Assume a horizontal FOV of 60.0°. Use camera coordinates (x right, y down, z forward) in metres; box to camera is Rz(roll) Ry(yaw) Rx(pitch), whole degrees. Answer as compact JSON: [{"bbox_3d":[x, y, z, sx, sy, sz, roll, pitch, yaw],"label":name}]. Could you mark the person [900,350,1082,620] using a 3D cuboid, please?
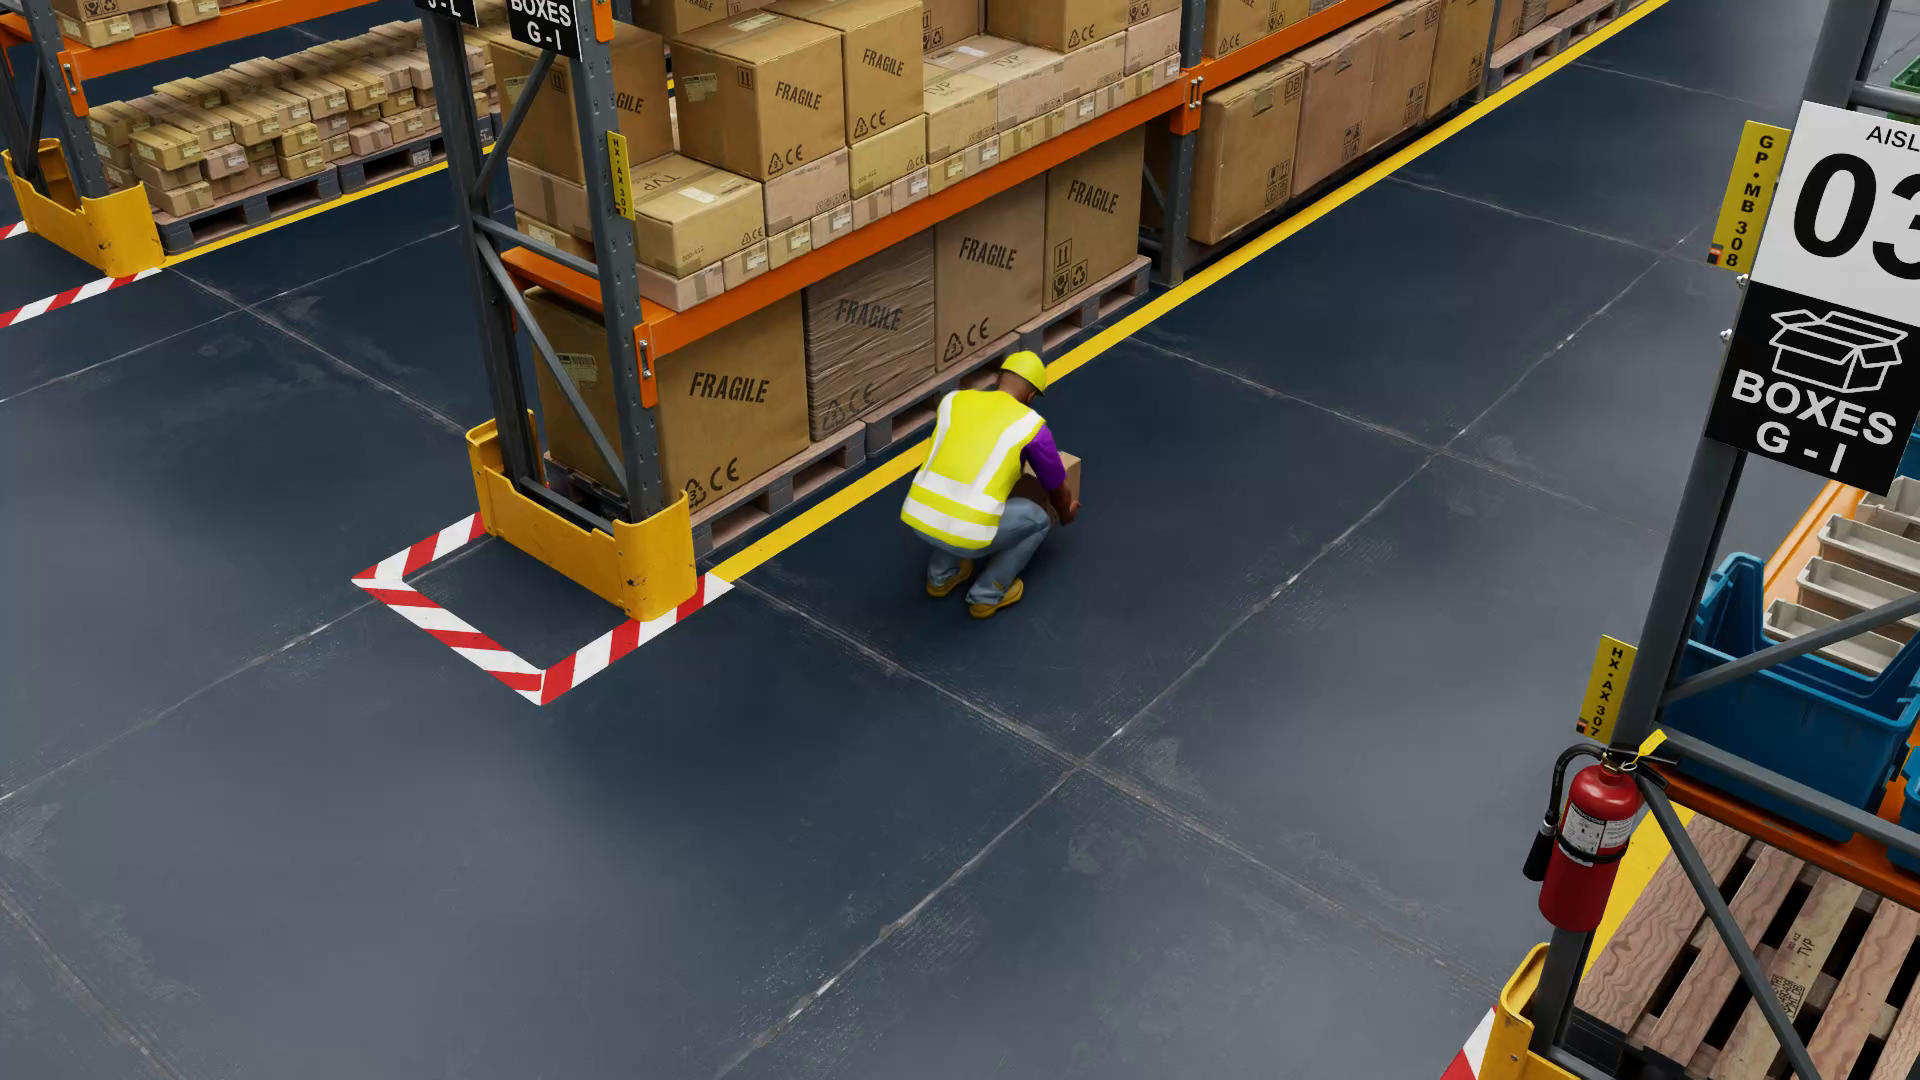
[{"bbox_3d":[0.113,-0.250,7.160,0.585,1.000,0.901,25,42,32],"label":"person"}]
